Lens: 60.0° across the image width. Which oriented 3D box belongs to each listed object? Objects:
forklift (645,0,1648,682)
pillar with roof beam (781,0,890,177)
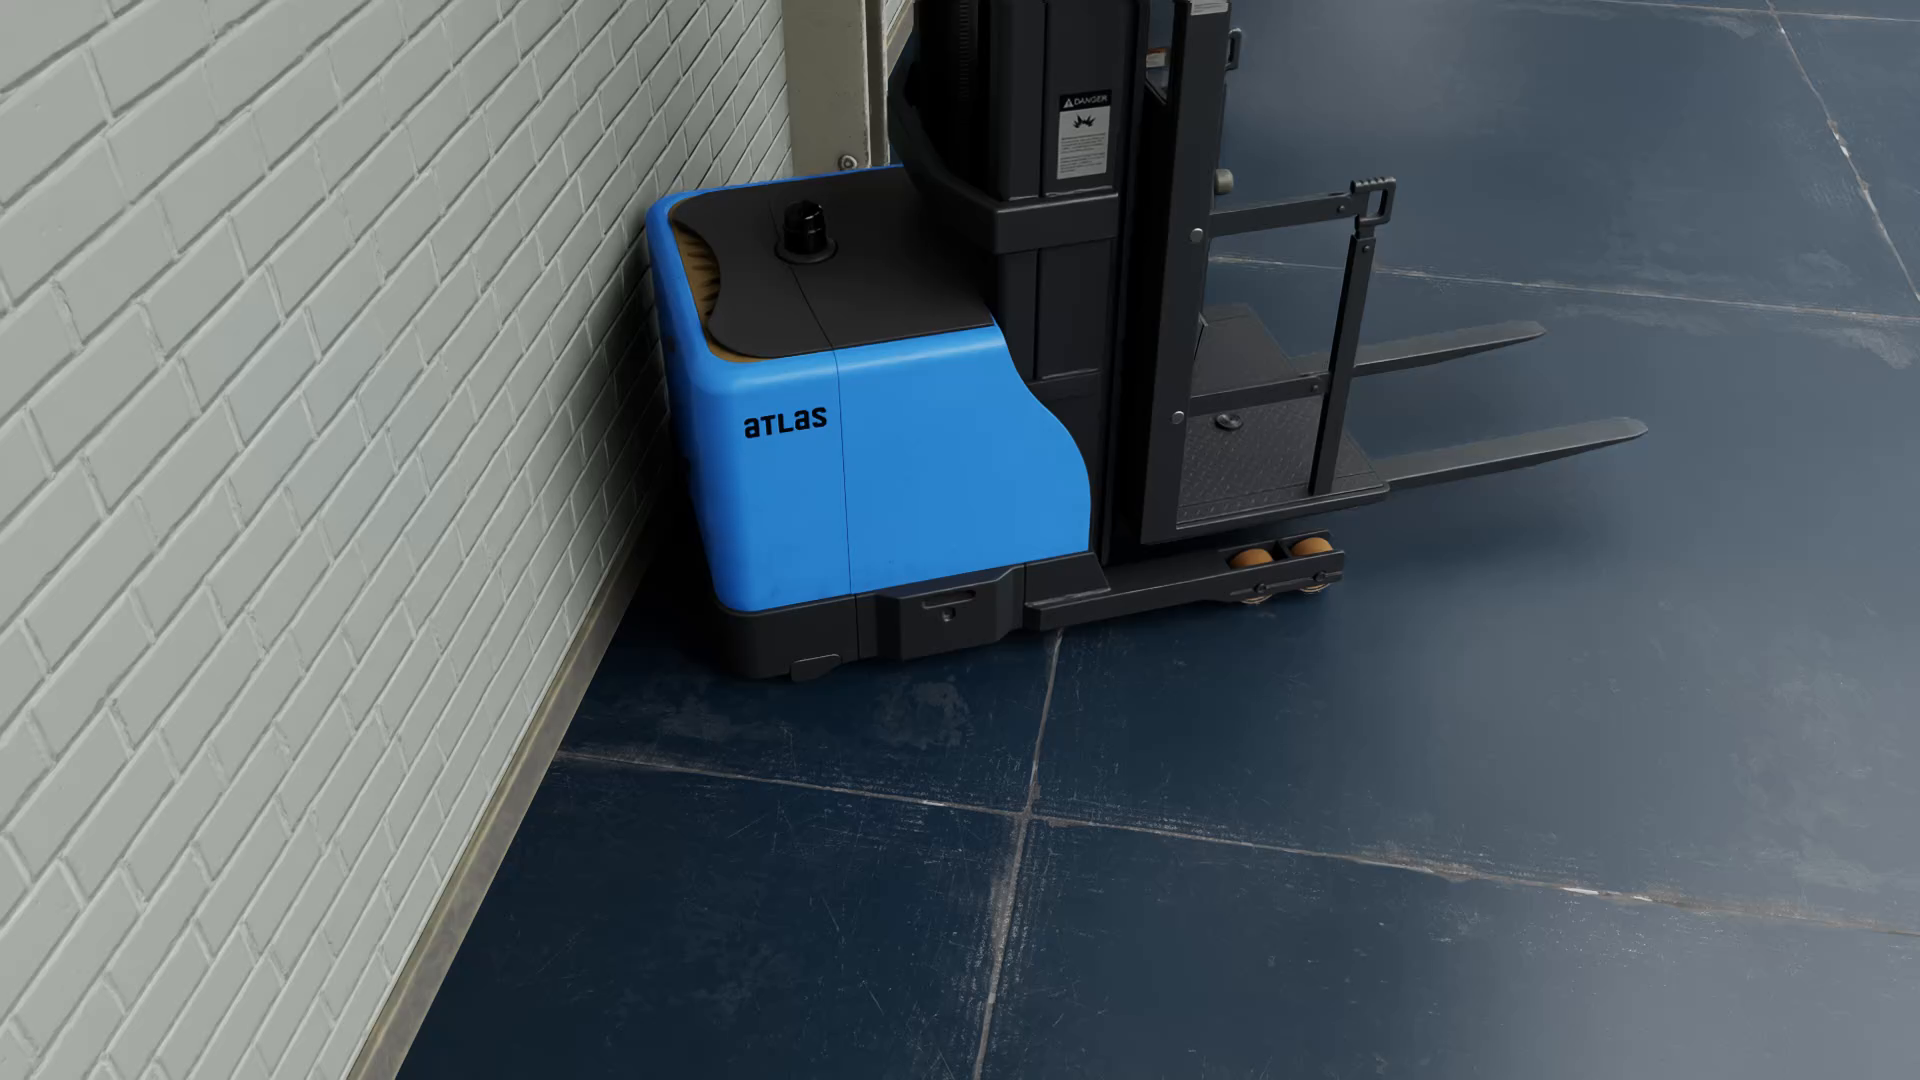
[{"bbox_3d":[0.661,-1.252,4.464,3.031,2.935,1.130,-10,41,-12],"label":"forklift"},{"bbox_3d":[3.768,-4.282,3.367,9.100,9.000,0.400,6,40,8],"label":"pillar with roof beam"}]
